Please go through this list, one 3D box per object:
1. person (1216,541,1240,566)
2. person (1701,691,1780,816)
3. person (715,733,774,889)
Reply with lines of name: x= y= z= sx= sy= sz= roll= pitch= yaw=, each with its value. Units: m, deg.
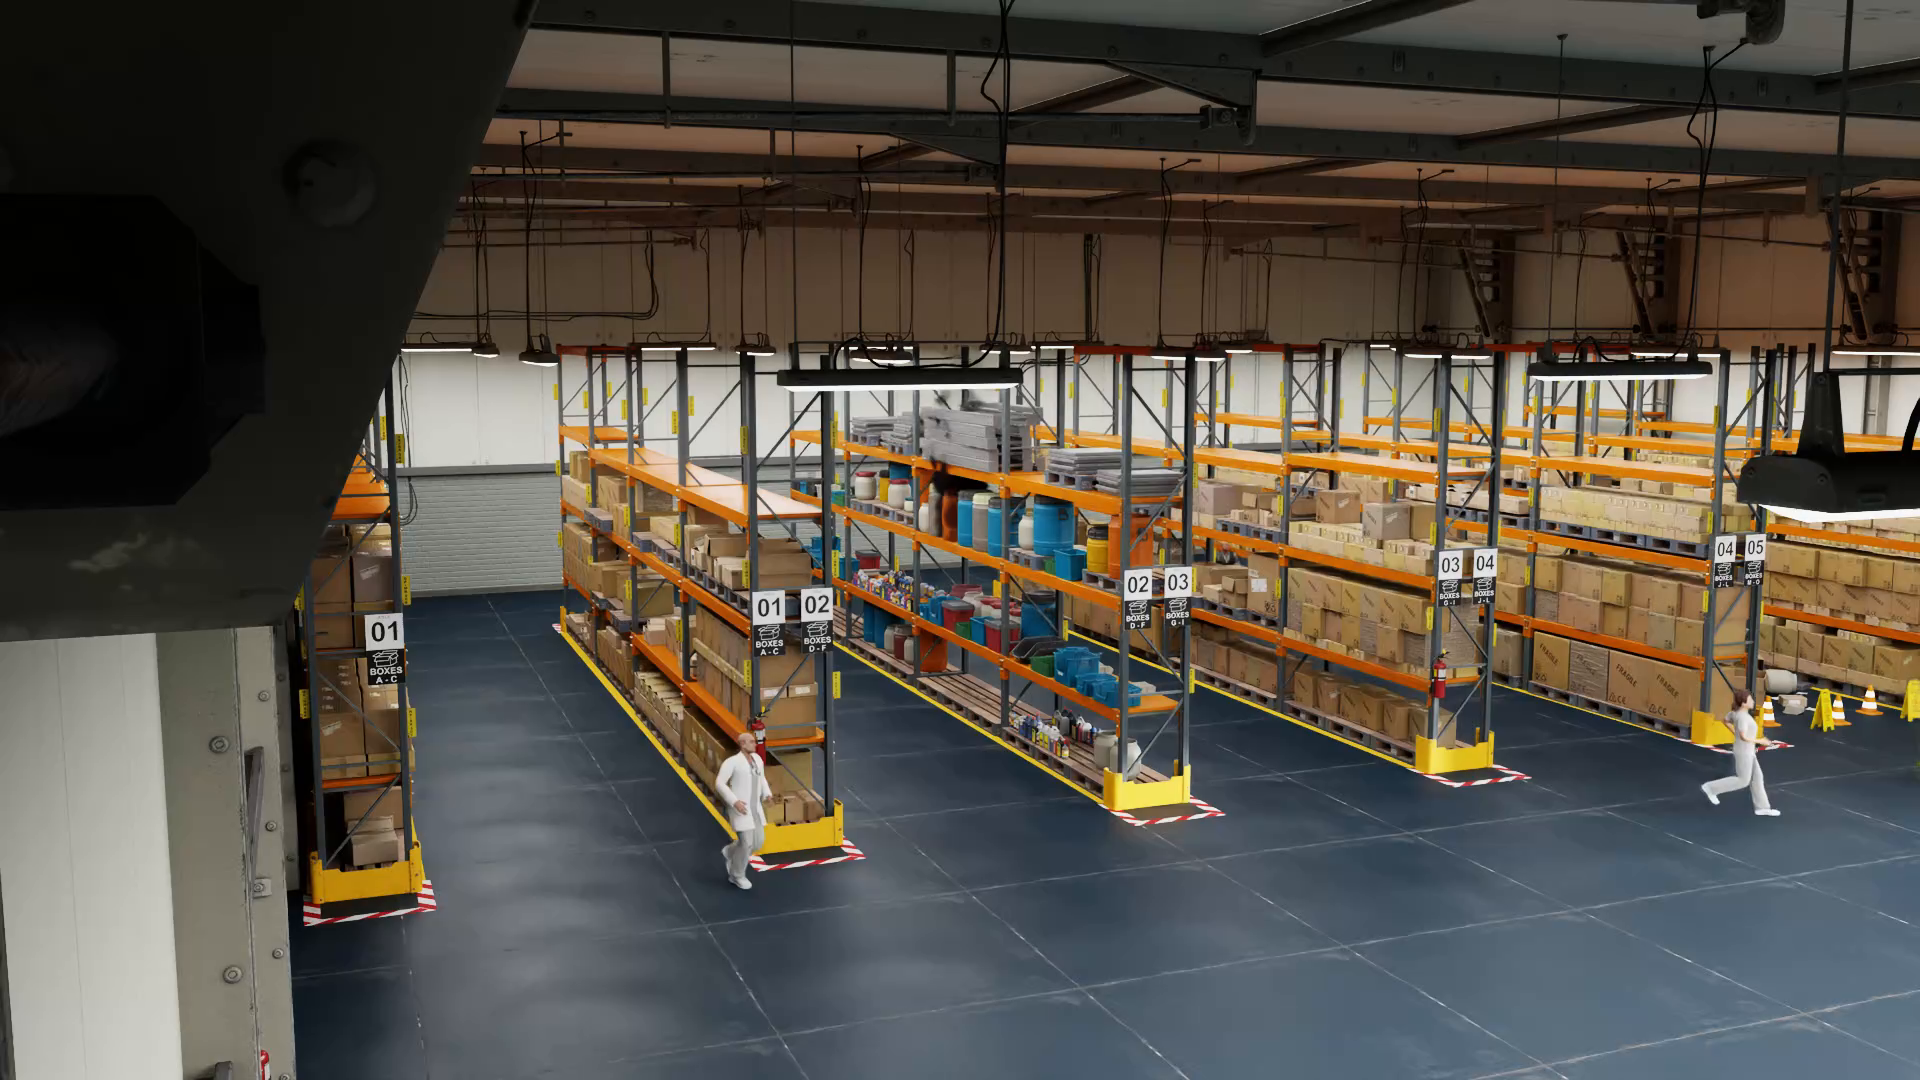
person: x=5.791 y=0.875 z=36.266 sx=0.643 sy=1.743 sz=0.894 roll=-2 pitch=8 yaw=-15
person: x=10.203 y=2.767 z=21.662 sx=0.970 sy=1.633 sz=0.584 roll=2 pitch=8 yaw=17
person: x=-2.479 y=3.072 z=19.068 sx=0.594 sy=1.728 sz=0.779 roll=5 pitch=9 yaw=36
